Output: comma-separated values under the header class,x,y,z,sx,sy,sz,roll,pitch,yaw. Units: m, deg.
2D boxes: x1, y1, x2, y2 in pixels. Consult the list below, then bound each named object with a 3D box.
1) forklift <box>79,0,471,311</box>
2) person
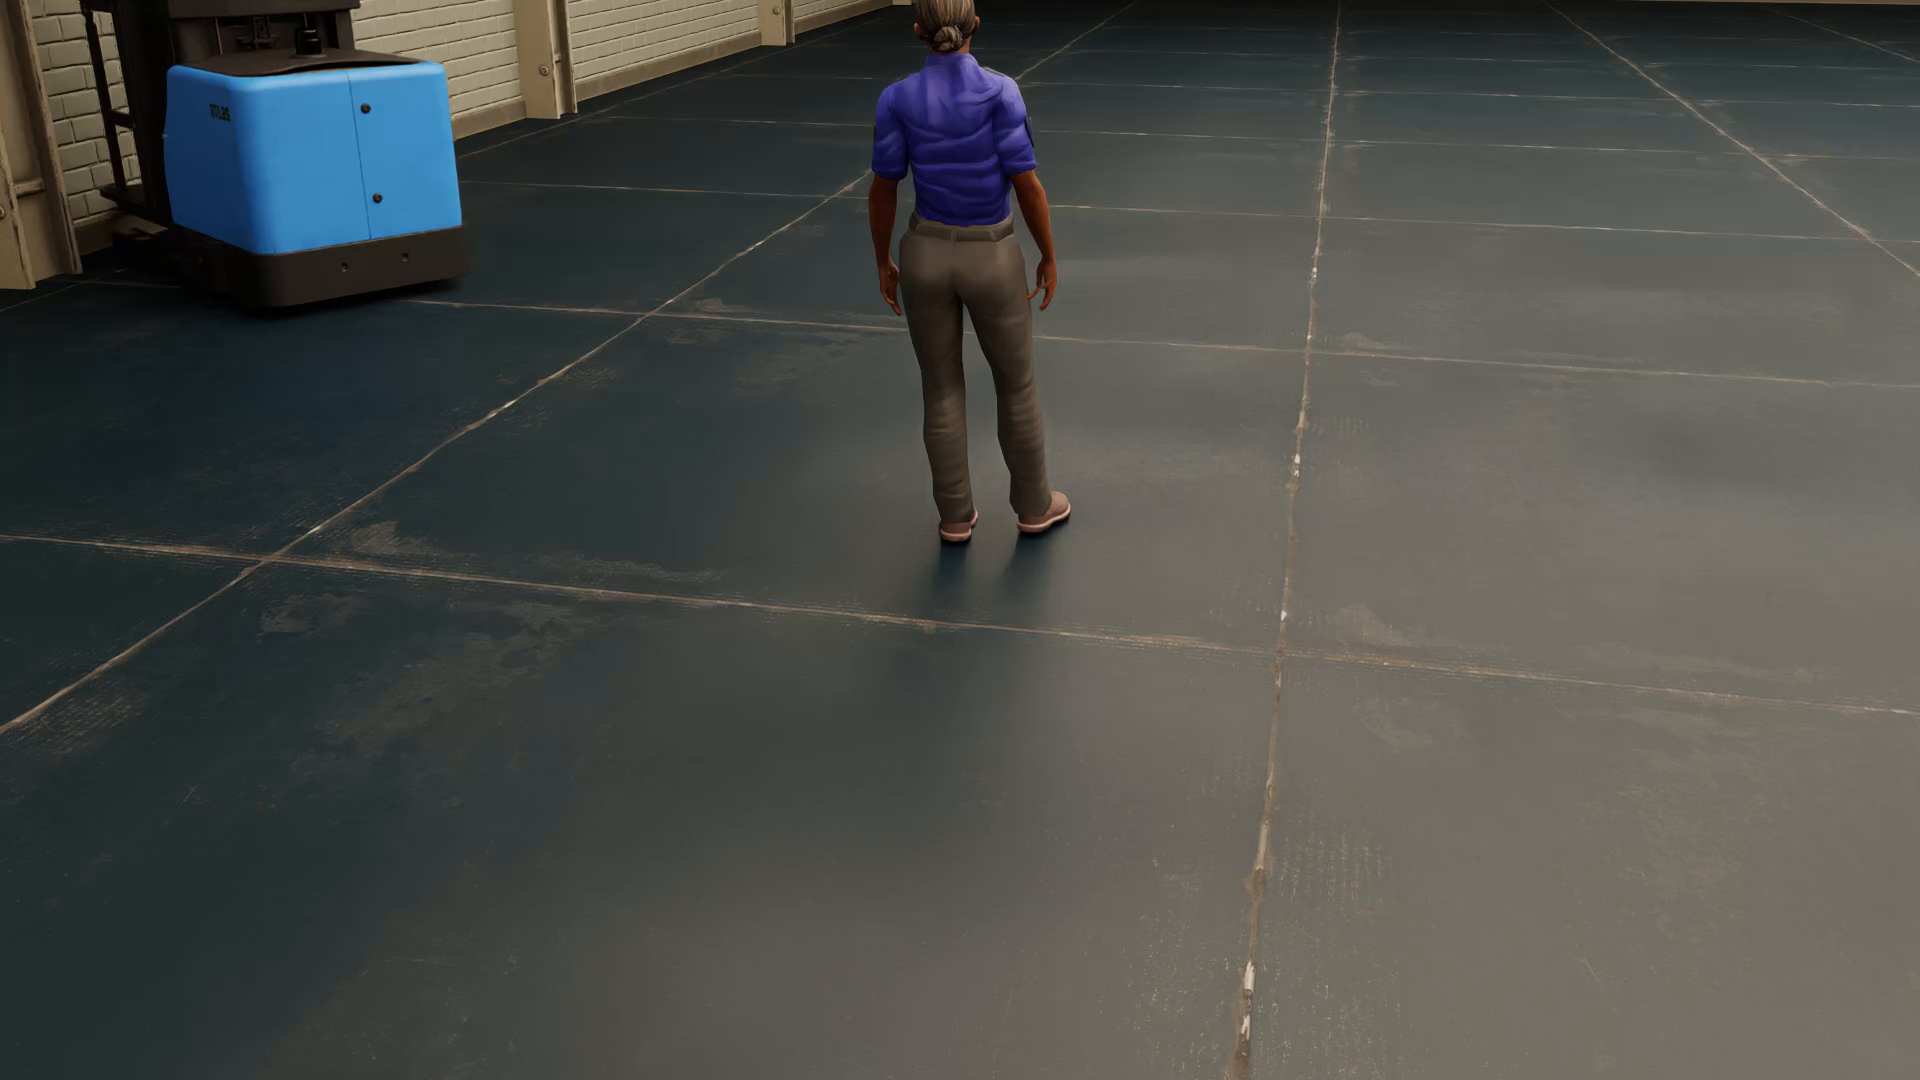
class,x,y,z,sx,sy,sz,roll,pitch,yaw
forklift,-3.793,-2.878,8.326,1.130,2.935,3.031,-20,30,-40
person,0.038,-0.804,4.909,0.569,1.656,0.503,5,23,11
